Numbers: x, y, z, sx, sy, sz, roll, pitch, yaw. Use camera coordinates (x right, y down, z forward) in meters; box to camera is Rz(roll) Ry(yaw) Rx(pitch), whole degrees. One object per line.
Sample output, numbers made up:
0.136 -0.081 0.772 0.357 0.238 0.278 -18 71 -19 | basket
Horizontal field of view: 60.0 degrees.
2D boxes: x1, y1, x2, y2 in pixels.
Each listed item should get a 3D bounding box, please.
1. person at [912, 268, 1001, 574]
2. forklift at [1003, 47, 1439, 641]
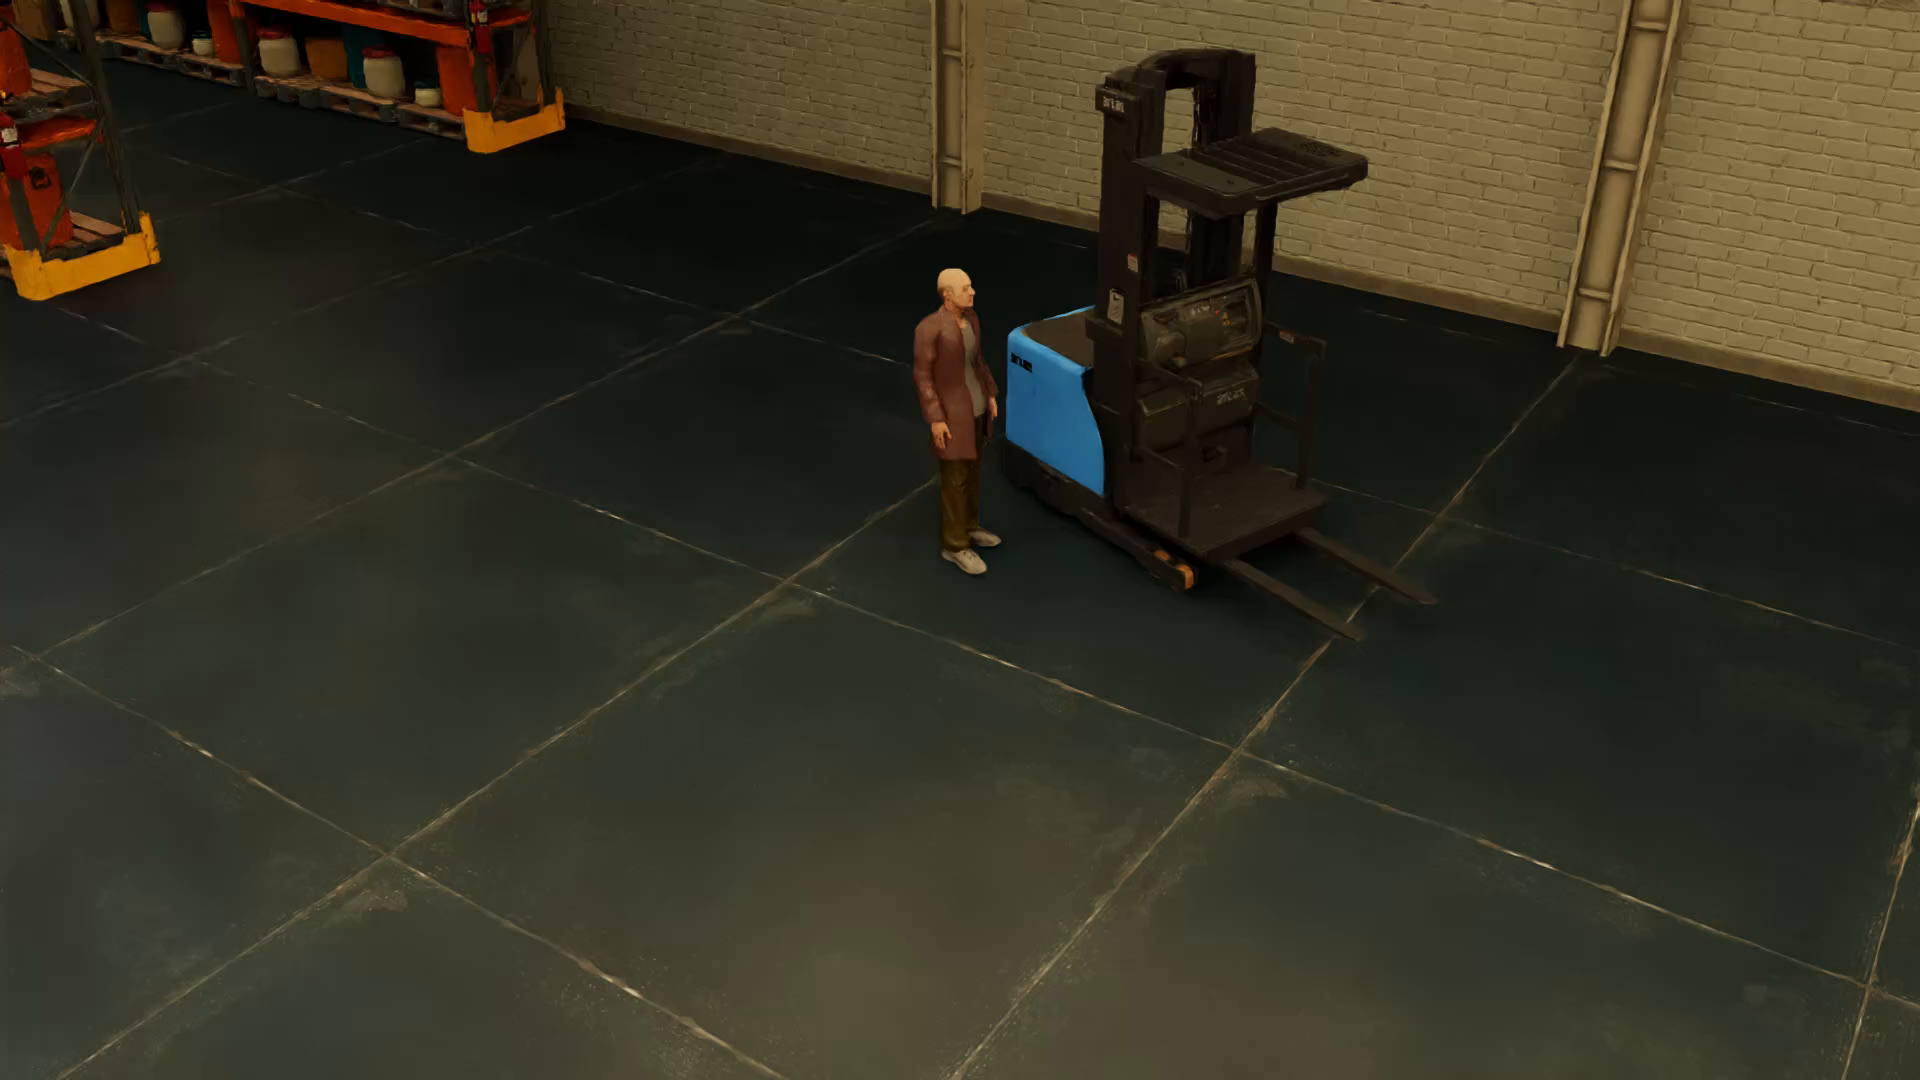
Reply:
0.073 -0.747 10.003 0.580 1.776 0.694 19 35 29 | person
1.562 -1.238 9.713 1.130 2.935 3.031 -20 36 -31 | forklift
